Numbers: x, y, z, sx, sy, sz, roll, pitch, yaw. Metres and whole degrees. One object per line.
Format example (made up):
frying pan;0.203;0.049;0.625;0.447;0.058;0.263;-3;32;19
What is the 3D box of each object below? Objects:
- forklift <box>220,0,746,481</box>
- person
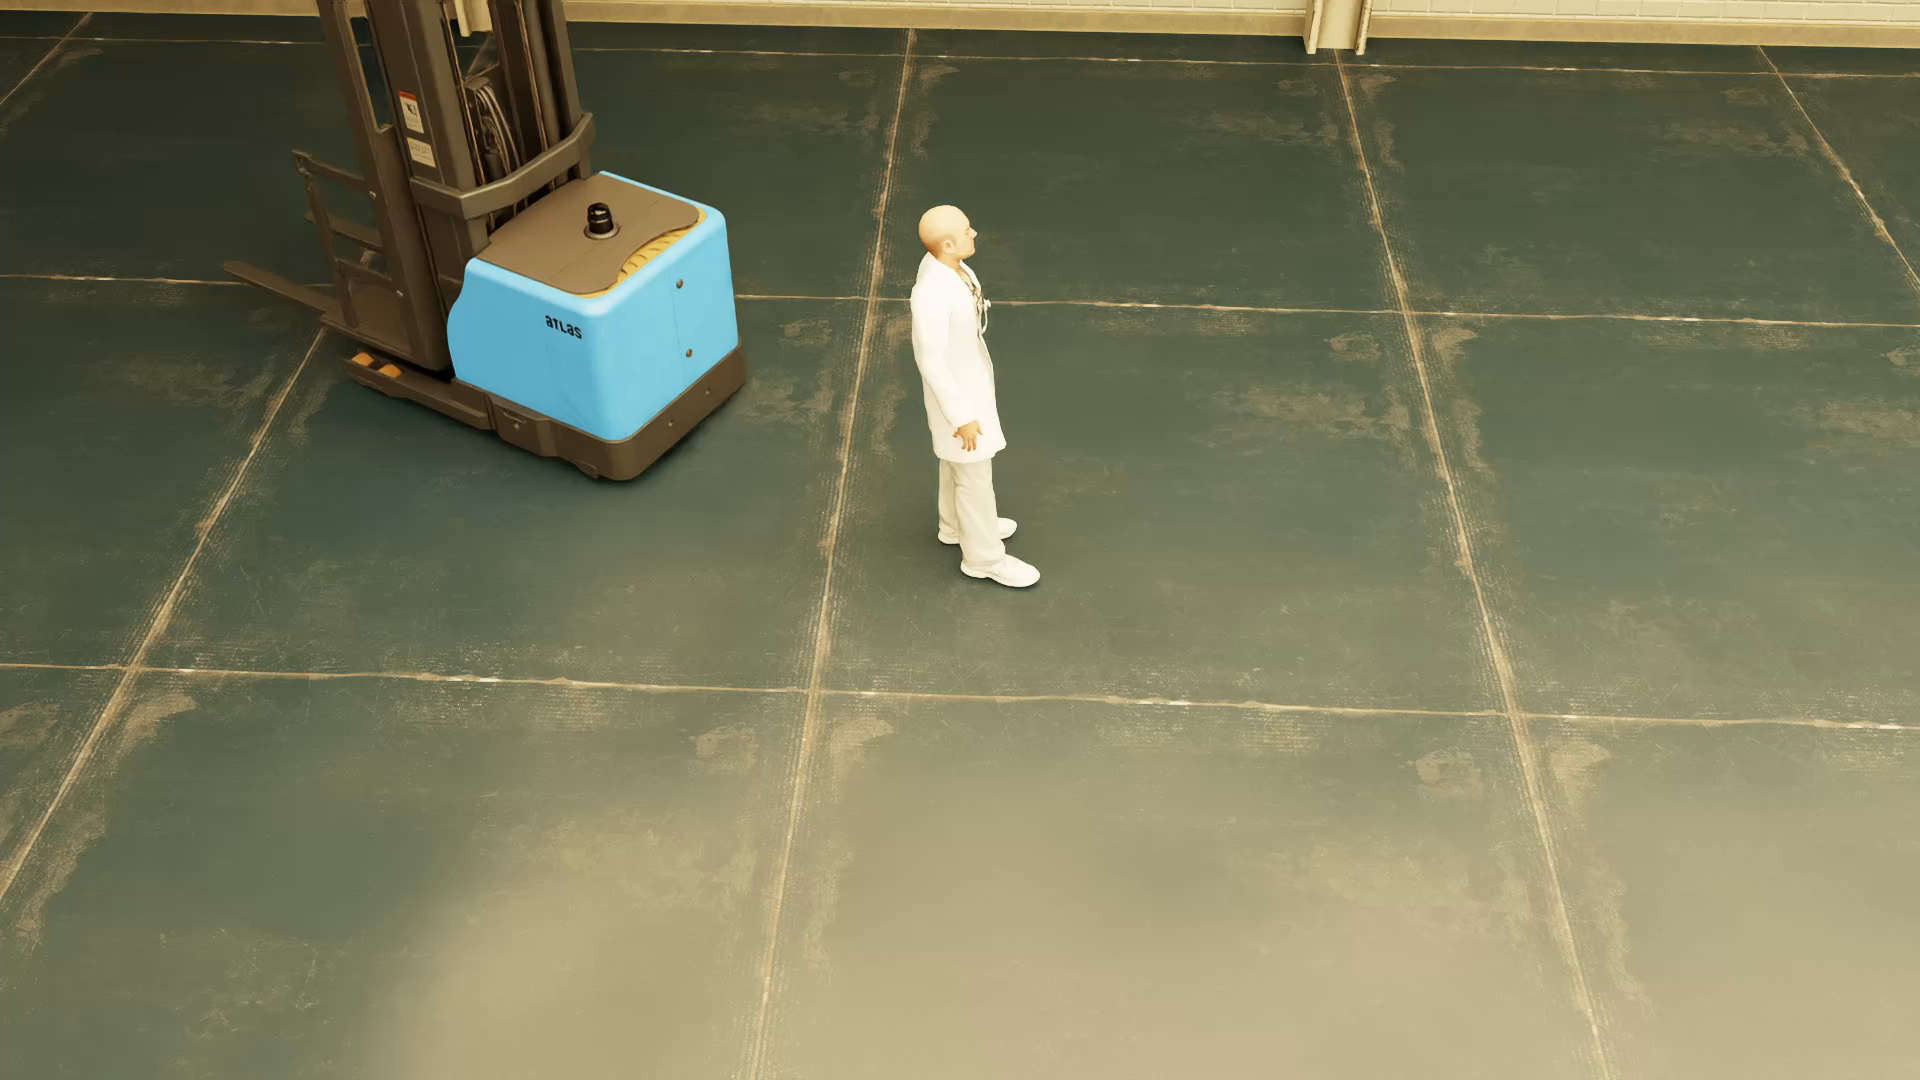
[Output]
forklift;-2.657;-2.119;8.064;3.031;2.935;1.130;22;47;22
person;0.090;-0.656;7.306;0.581;1.775;0.694;2;42;2
